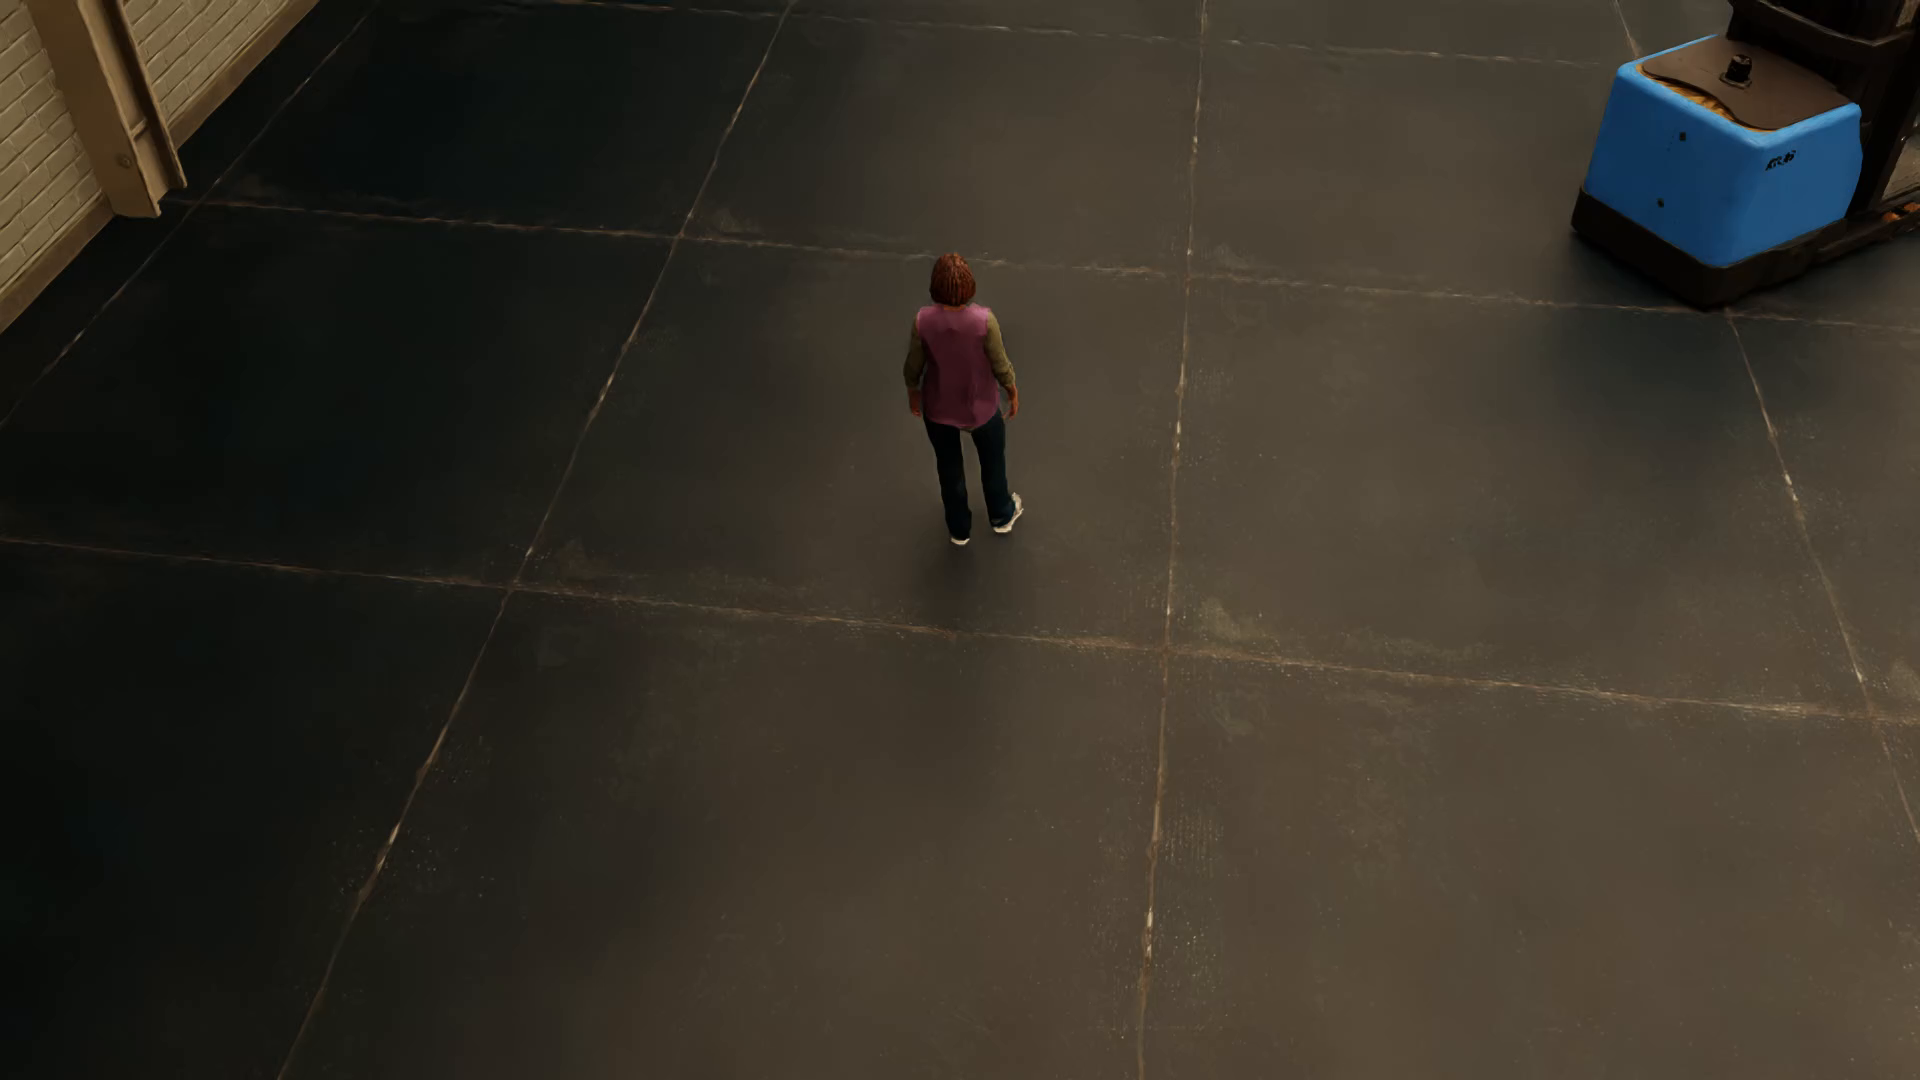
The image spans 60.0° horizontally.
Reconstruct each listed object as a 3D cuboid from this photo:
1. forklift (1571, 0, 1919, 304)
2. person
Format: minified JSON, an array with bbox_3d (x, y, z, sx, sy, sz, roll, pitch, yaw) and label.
[{"bbox_3d":[5.137,-3.131,9.132,3.031,2.935,1.130,-22,47,-22],"label":"forklift"},{"bbox_3d":[0.024,-0.642,7.399,0.520,1.597,0.473,5,43,6],"label":"person"}]
